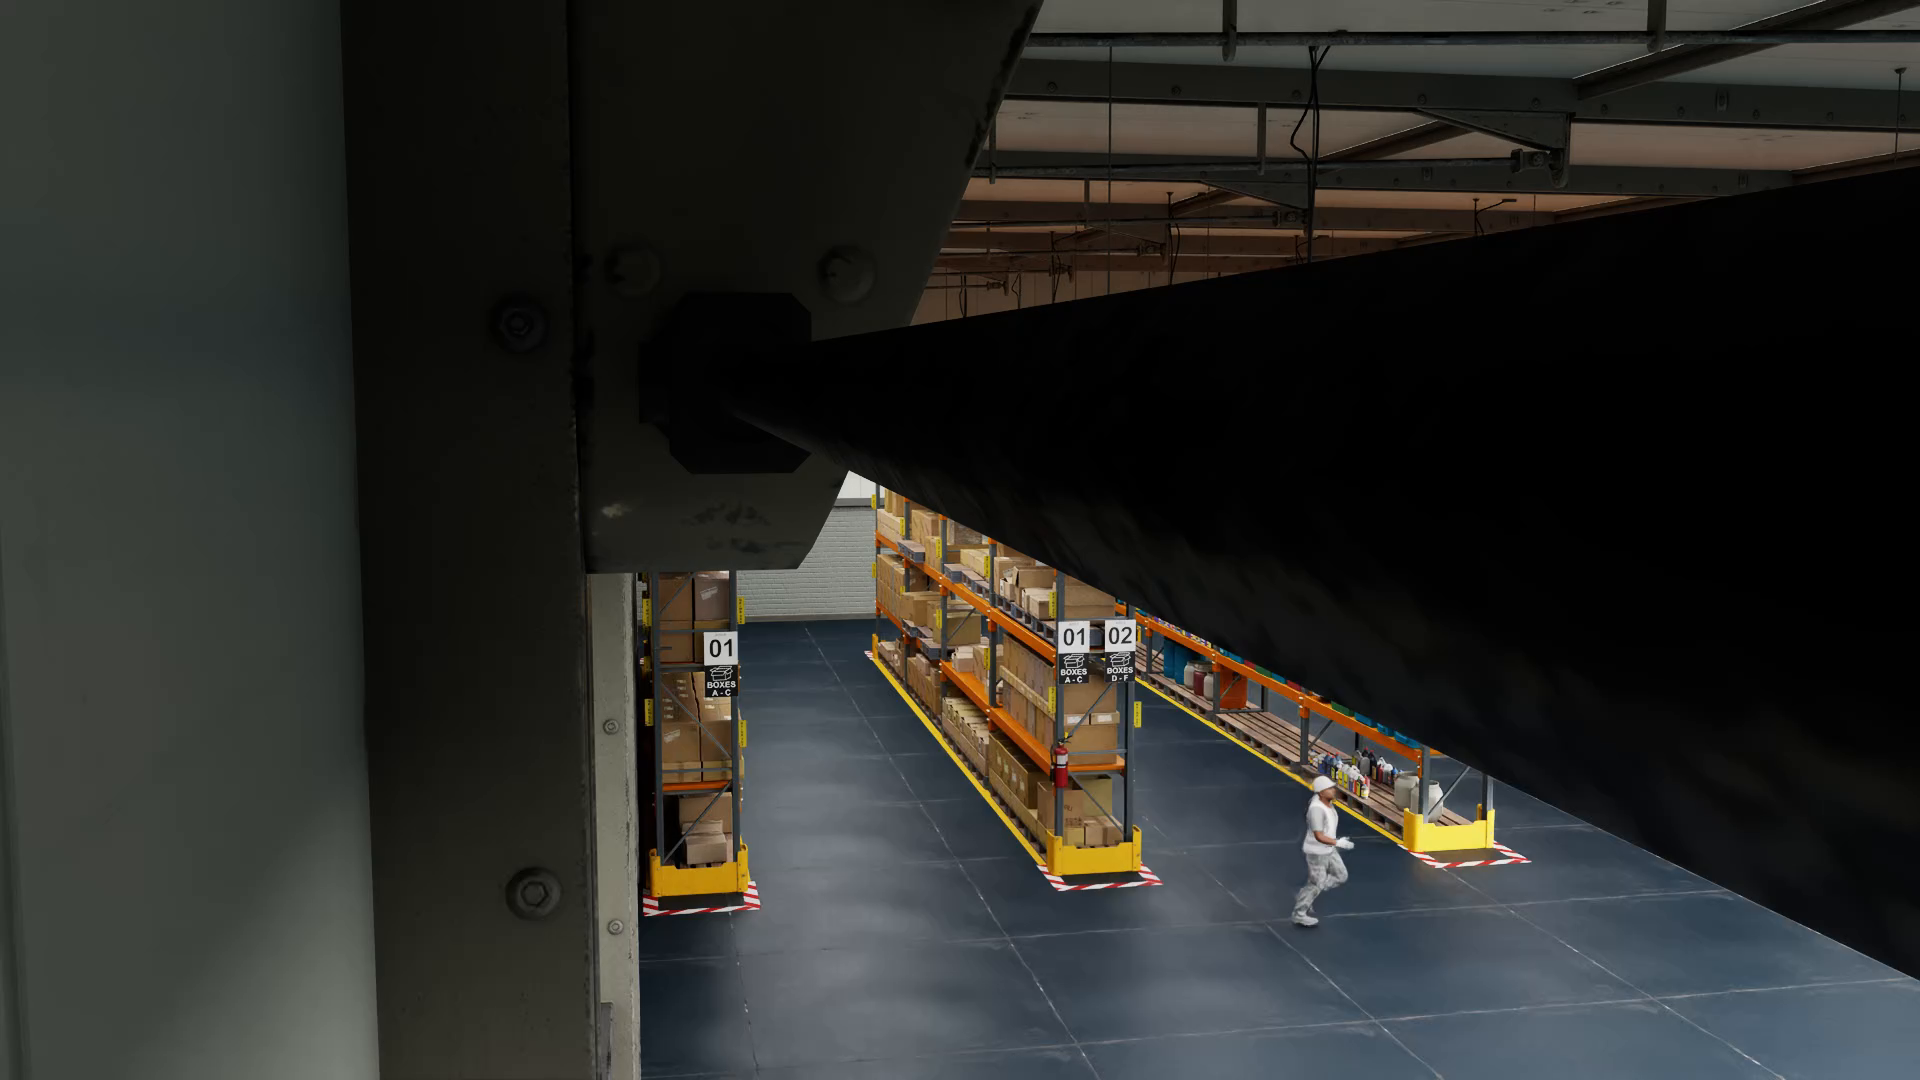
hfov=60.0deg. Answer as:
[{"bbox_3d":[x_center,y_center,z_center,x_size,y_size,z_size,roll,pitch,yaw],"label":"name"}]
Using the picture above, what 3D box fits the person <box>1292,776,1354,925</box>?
[{"bbox_3d":[4.152,3.522,18.903,0.689,1.732,0.712,3,6,24],"label":"person"}]
